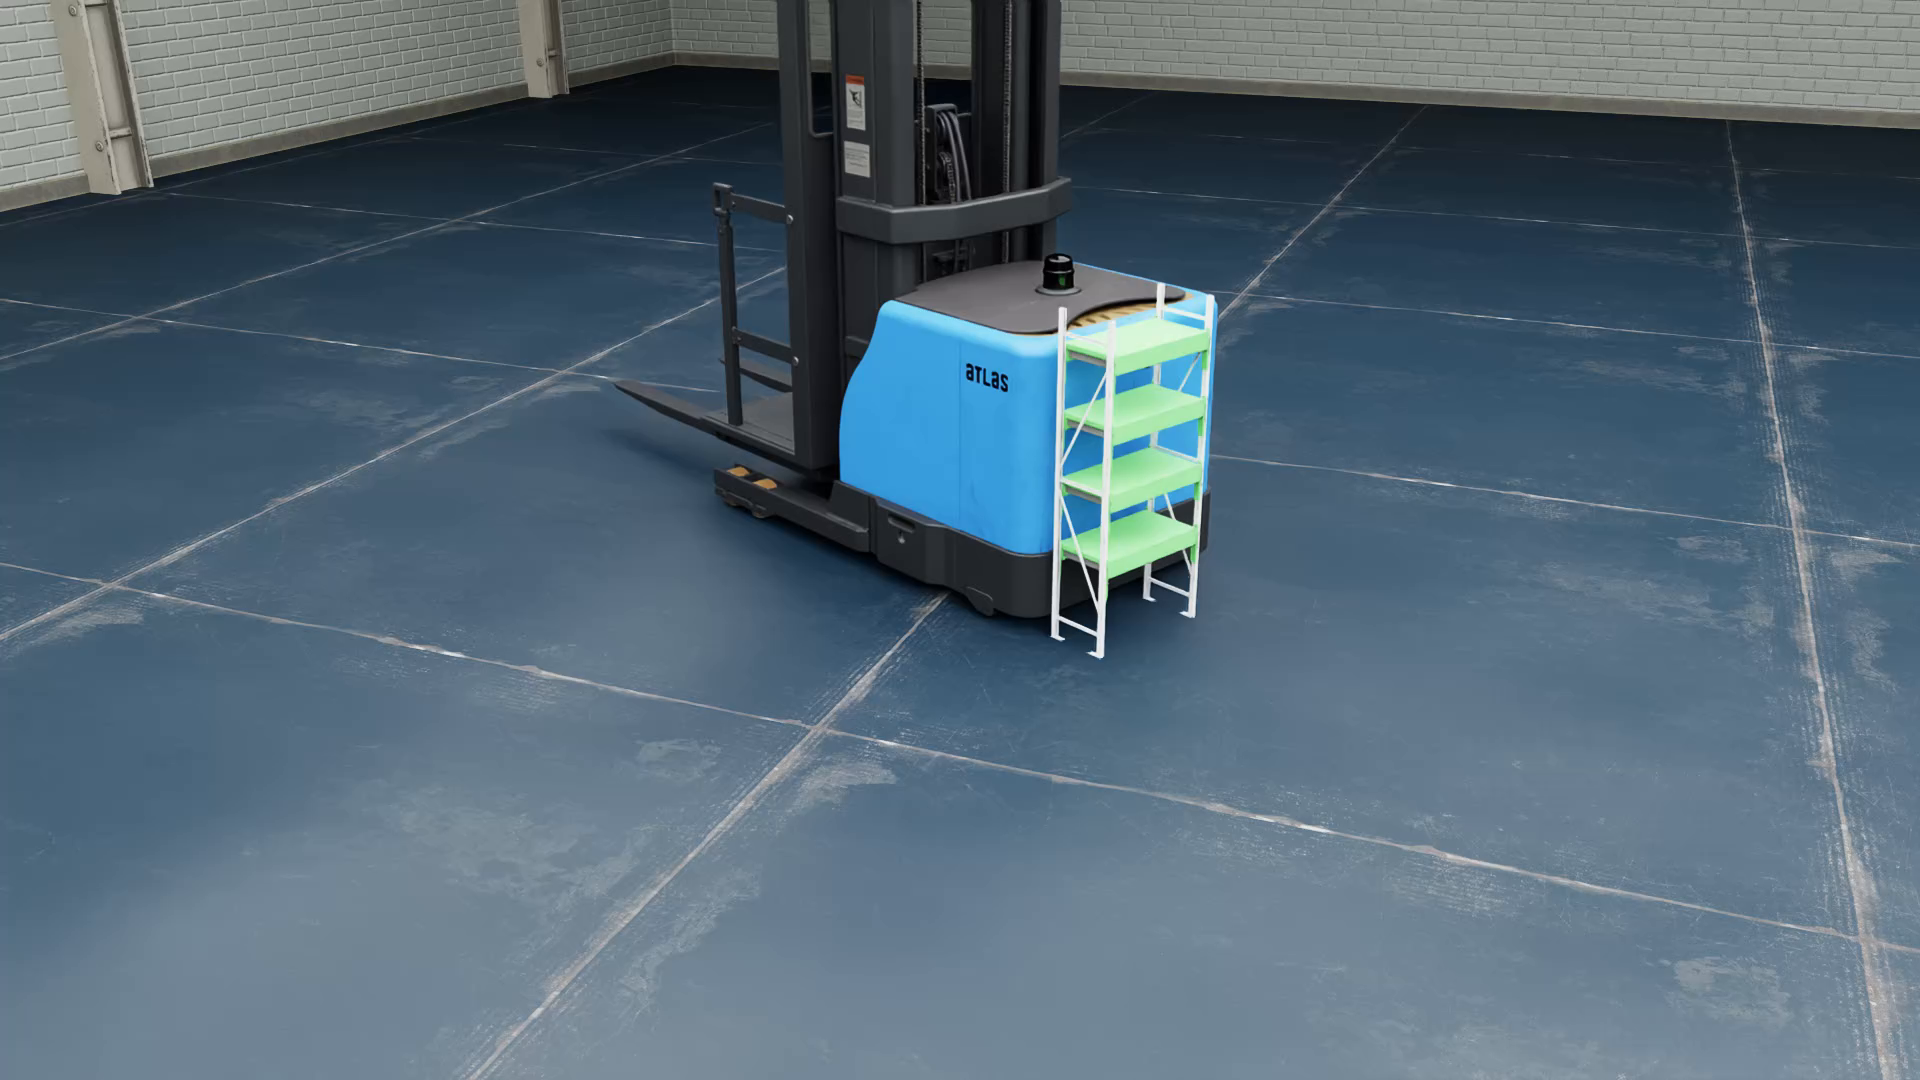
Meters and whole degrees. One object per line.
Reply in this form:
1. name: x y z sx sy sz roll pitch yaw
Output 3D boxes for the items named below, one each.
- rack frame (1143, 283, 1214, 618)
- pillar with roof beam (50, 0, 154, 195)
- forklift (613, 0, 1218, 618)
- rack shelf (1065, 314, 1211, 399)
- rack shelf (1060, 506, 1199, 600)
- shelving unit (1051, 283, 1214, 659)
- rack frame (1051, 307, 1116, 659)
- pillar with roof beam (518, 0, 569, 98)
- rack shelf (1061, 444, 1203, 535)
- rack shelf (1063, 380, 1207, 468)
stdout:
1. rack frame: 0.771 -0.303 5.919 0.015 1.200 0.240 -19 30 -39
2. pillar with roof beam: -2.883 -6.416 10.434 9.100 9.000 0.400 9 24 20
3. forklift: -0.397 -1.559 6.679 1.130 2.935 3.031 -19 30 -39
4. rack shelf: 0.591 -0.624 5.607 0.480 0.148 0.258 -19 30 -39
5. rack shelf: 0.591 0.041 5.884 0.480 0.148 0.258 -19 30 -39
6. shelving unit: 0.591 -0.240 5.767 0.503 1.200 0.258 -19 30 -39
7. rack frame: 0.411 -0.176 5.615 0.015 1.200 0.240 -19 30 -39
8. pillar with roof beam: -0.655 -8.563 15.574 9.100 9.000 0.400 9 24 20
9. rack shelf: 0.591 -0.181 5.792 0.480 0.148 0.258 -19 30 -39
10. rack shelf: 0.591 -0.402 5.699 0.480 0.148 0.258 -19 30 -39
